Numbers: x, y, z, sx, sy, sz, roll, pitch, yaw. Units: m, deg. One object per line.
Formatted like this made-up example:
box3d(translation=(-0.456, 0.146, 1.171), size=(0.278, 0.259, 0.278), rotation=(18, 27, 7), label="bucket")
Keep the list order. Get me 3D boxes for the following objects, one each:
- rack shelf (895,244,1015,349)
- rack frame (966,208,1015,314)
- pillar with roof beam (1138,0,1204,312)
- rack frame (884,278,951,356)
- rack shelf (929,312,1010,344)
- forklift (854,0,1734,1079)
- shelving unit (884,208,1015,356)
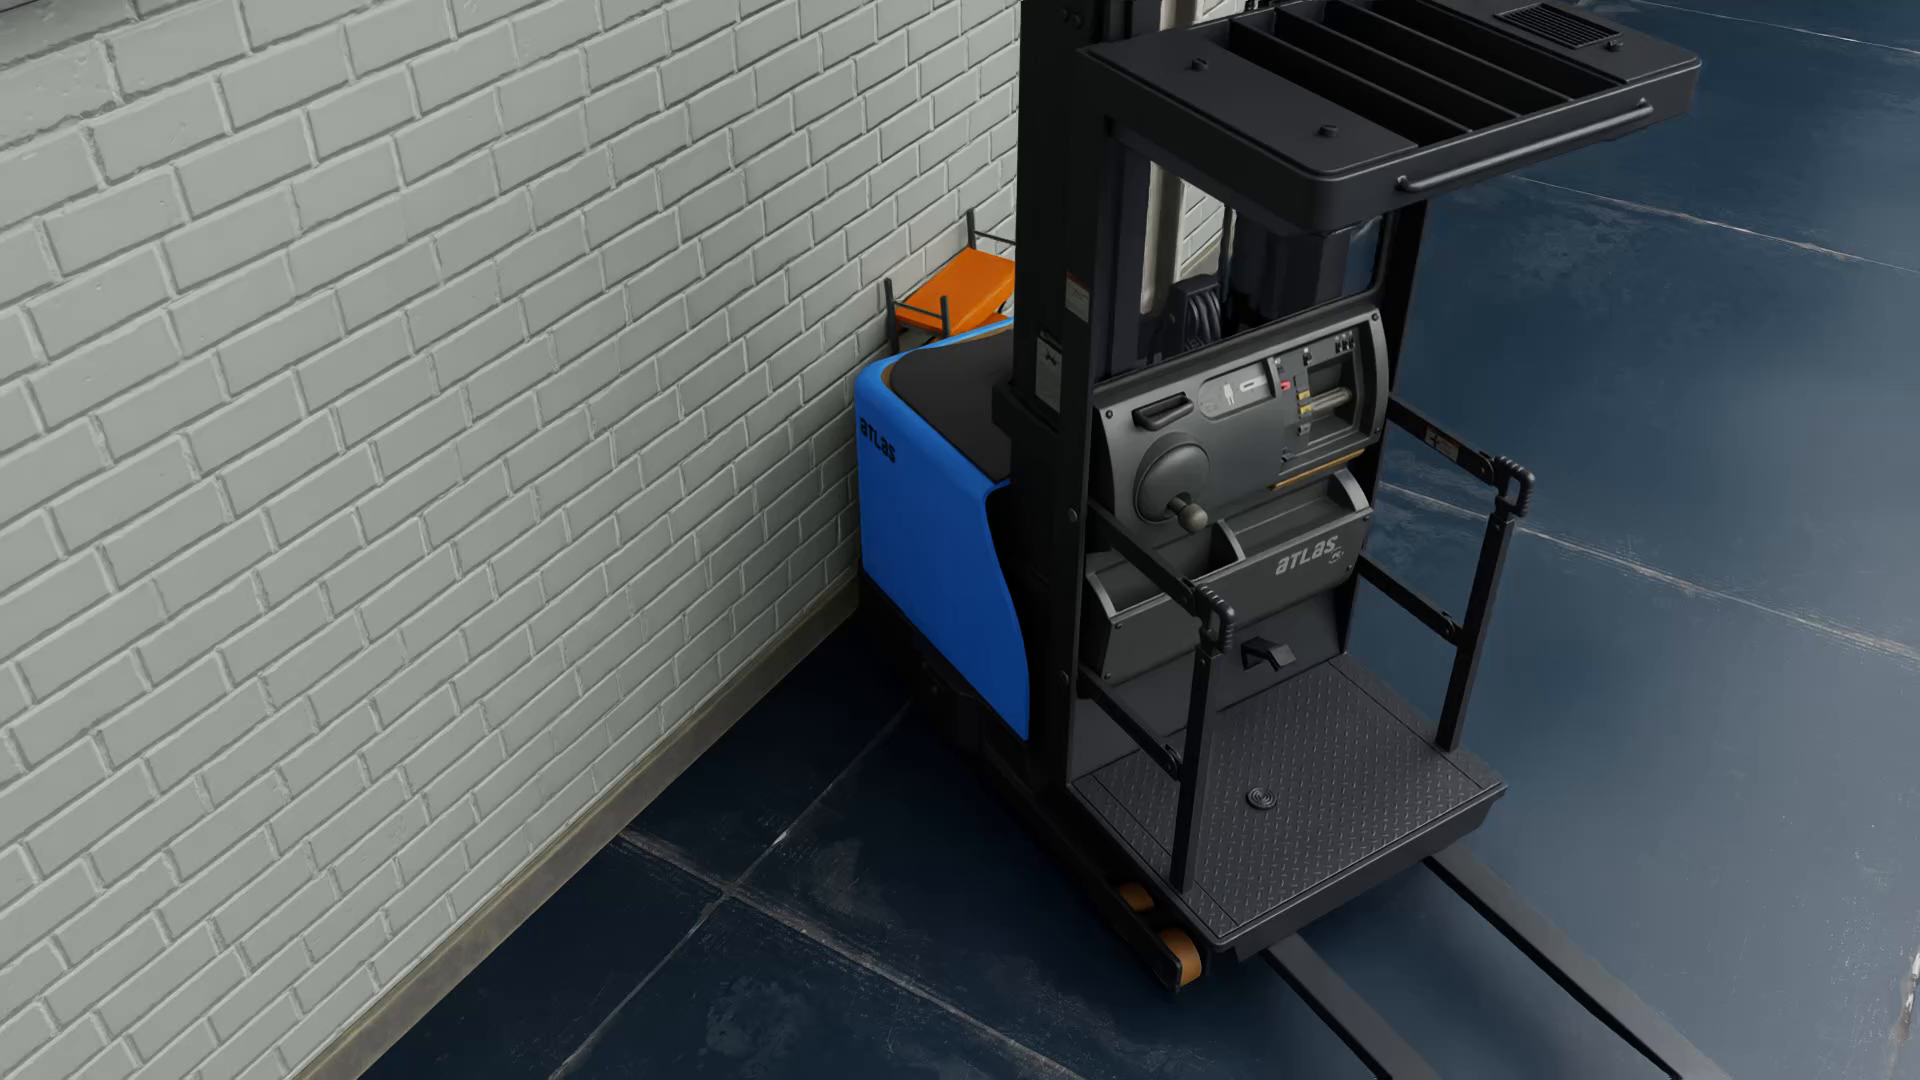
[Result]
box3d(translation=(0.005, -0.794, 5.609), size=(0.258, 0.148, 0.480), rotation=(21, 48, 27), label="rack shelf")
box3d(translation=(0.165, -0.642, 6.015), size=(0.240, 1.200, 0.015), rotation=(21, 48, 27), label="rack frame")
box3d(translation=(4.296, -2.768, 2.469), size=(9.100, 9.000, 0.400), rotation=(21, 42, 25), label="pillar with roof beam")
box3d(translation=(-0.102, -0.358, 5.721), size=(0.240, 1.200, 0.015), rotation=(21, 48, 27), label="rack frame")
box3d(translation=(0.021, -0.617, 5.765), size=(0.258, 0.148, 0.480), rotation=(21, 48, 27), label="rack shelf")
box3d(translation=(0.866, -0.248, 4.170), size=(1.130, 2.935, 3.031), rotation=(-21, 42, -25), label="forklift")
box3d(translation=(0.031, -0.500, 5.868), size=(0.258, 1.200, 0.503), rotation=(21, 48, 27), label="shelving unit")
